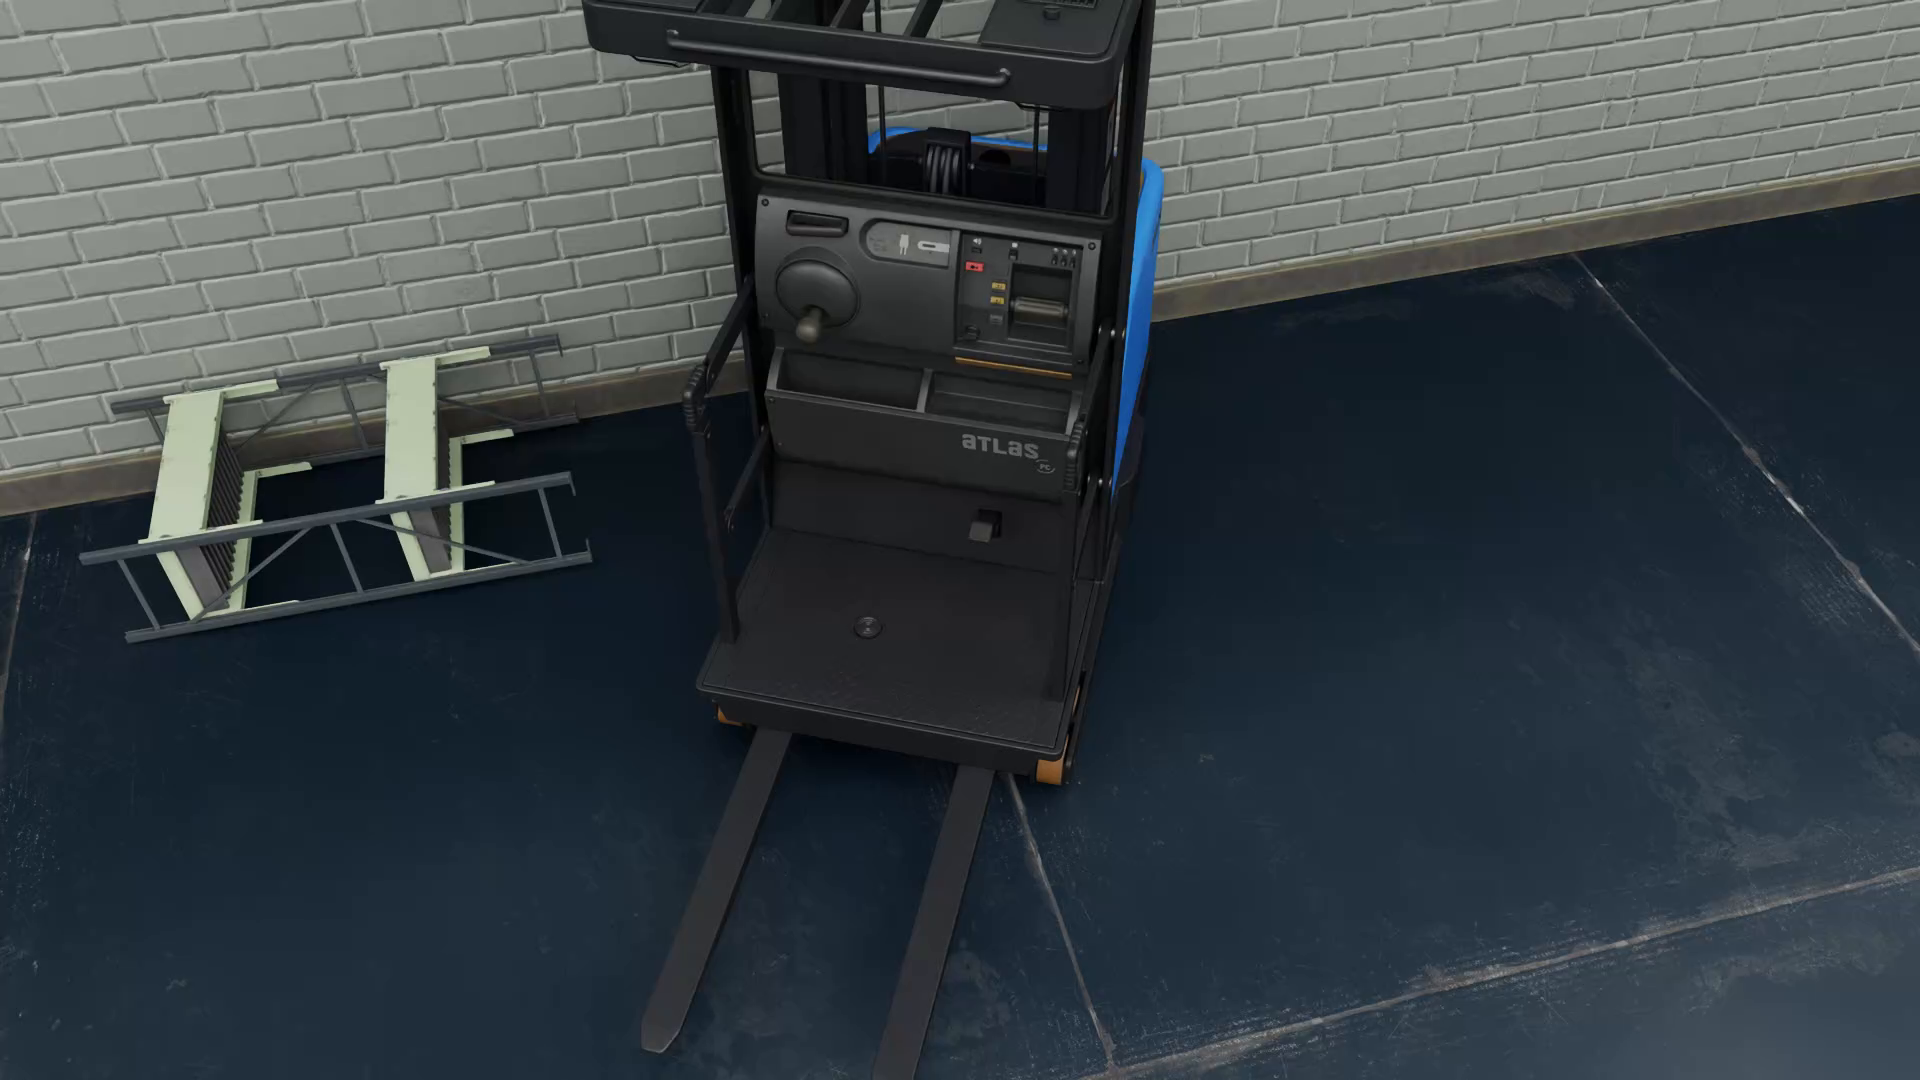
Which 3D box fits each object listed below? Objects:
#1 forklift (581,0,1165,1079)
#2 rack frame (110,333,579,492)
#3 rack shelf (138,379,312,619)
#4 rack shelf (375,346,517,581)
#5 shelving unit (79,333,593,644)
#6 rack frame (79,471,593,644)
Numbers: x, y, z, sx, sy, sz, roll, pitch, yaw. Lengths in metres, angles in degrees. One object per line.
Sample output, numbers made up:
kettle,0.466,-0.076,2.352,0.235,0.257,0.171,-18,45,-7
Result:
forklift,-0.140,-0.590,4.276,1.130,2.935,3.031,9,46,9
rack frame,-2.135,-0.447,5.867,1.500,0.400,0.023,-10,46,-8
rack shelf,-2.435,-0.127,5.560,0.370,0.431,0.720,-10,46,-8
rack shelf,-1.736,-0.252,5.660,0.370,0.431,0.720,-10,46,-8
shelving unit,-2.054,-0.195,5.614,1.500,0.431,0.755,-10,46,-8
rack frame,-1.973,0.058,5.362,1.500,0.400,0.023,-10,46,-8
